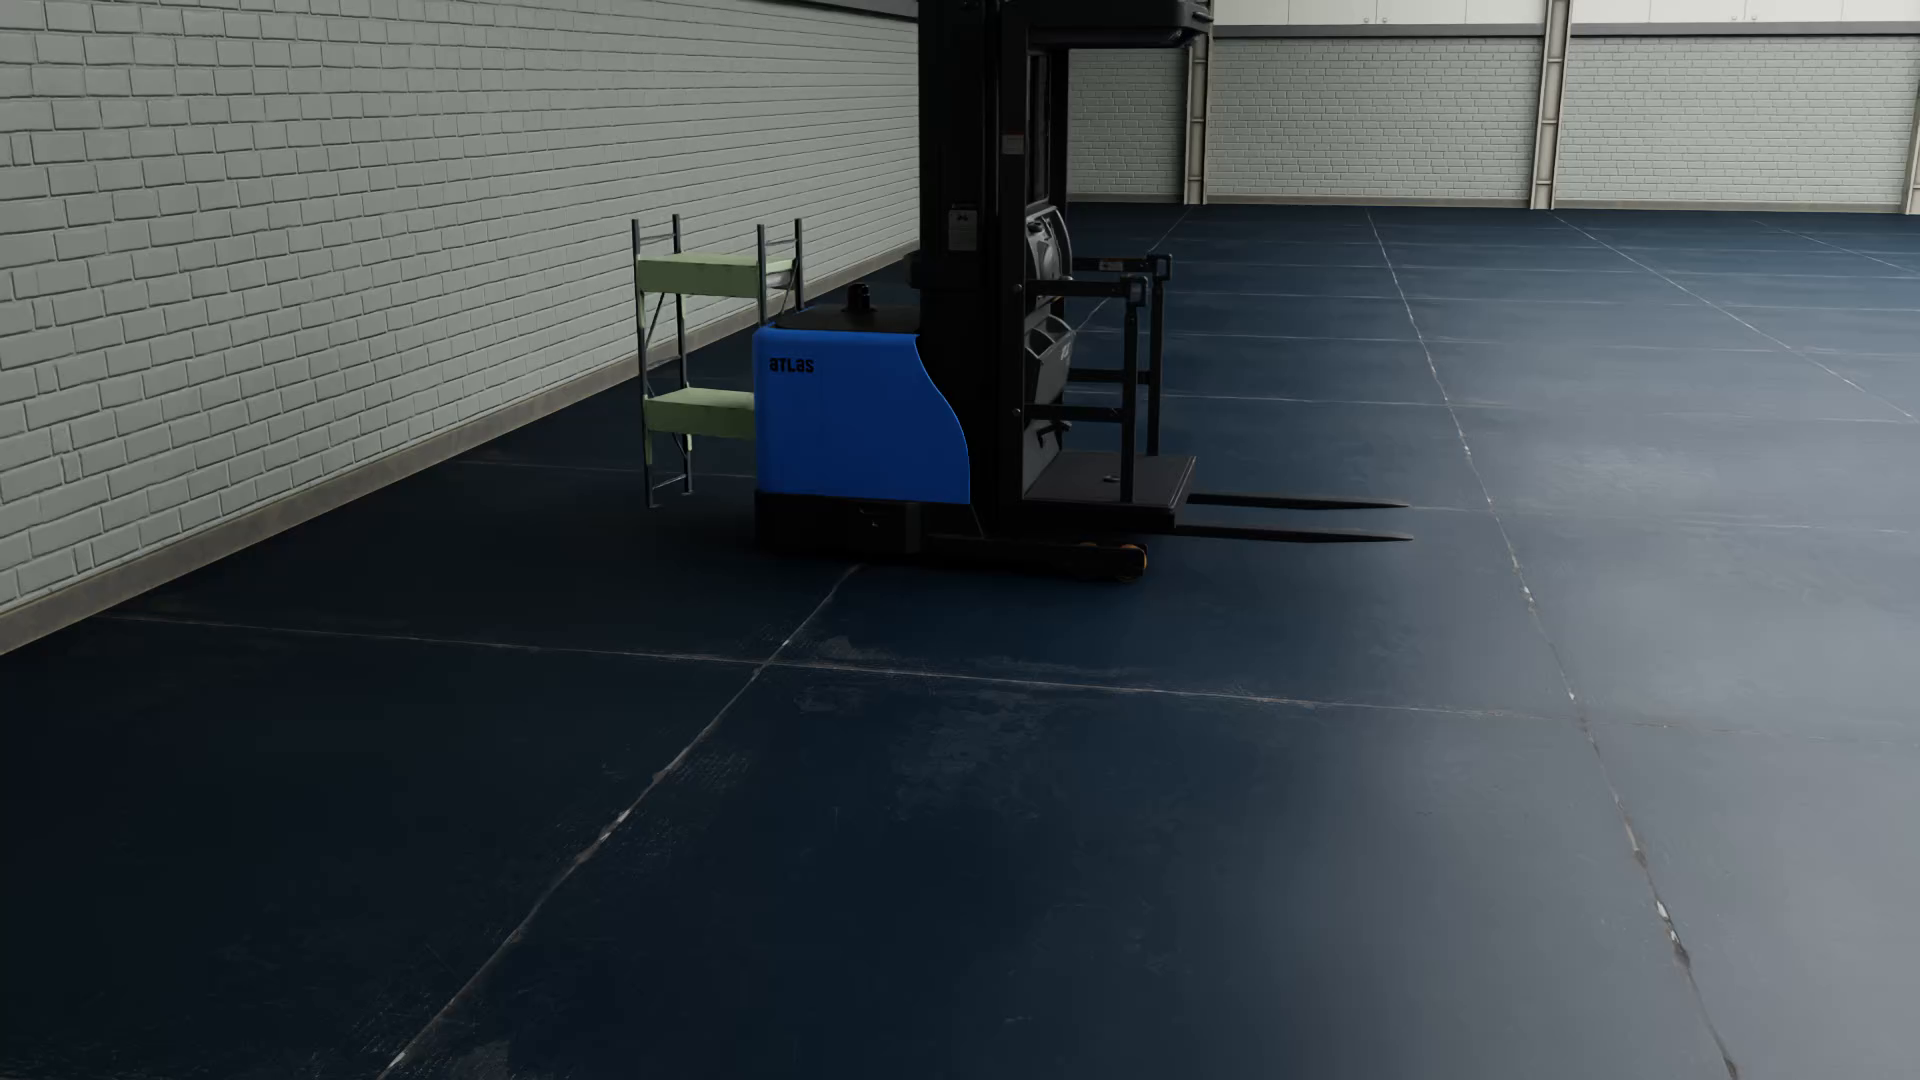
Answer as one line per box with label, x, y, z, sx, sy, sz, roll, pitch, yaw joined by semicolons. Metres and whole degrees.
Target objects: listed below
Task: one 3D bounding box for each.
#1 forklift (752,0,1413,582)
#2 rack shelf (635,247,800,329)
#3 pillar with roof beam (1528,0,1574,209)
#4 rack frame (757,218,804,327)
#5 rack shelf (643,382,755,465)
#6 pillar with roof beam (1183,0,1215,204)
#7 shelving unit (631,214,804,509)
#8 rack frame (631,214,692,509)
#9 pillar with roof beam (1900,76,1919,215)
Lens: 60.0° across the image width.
forklift;0.598;-1.380;7.647;3.031;2.935;1.130;4;16;13
rack shelf;-1.225;-1.270;8.468;0.720;0.370;0.431;7;17;24
pillar with roof beam;9.293;-9.002;23.796;0.400;9.000;9.100;3;16;11
rack frame;-0.891;-0.853;8.426;0.023;1.500;0.400;7;17;24
rack shelf;-1.225;-0.580;8.659;0.720;0.370;0.431;7;17;24
pillar with roof beam;3.414;-9.321;24.948;0.400;9.000;9.100;3;16;11
shelving unit;-1.225;-0.894;8.572;0.755;1.500;0.431;7;17;24
rack frame;-1.558;-0.934;8.718;0.023;1.500;0.400;7;17;24
pillar with roof beam;15.173;-8.683;22.643;0.400;9.000;9.100;3;16;11
